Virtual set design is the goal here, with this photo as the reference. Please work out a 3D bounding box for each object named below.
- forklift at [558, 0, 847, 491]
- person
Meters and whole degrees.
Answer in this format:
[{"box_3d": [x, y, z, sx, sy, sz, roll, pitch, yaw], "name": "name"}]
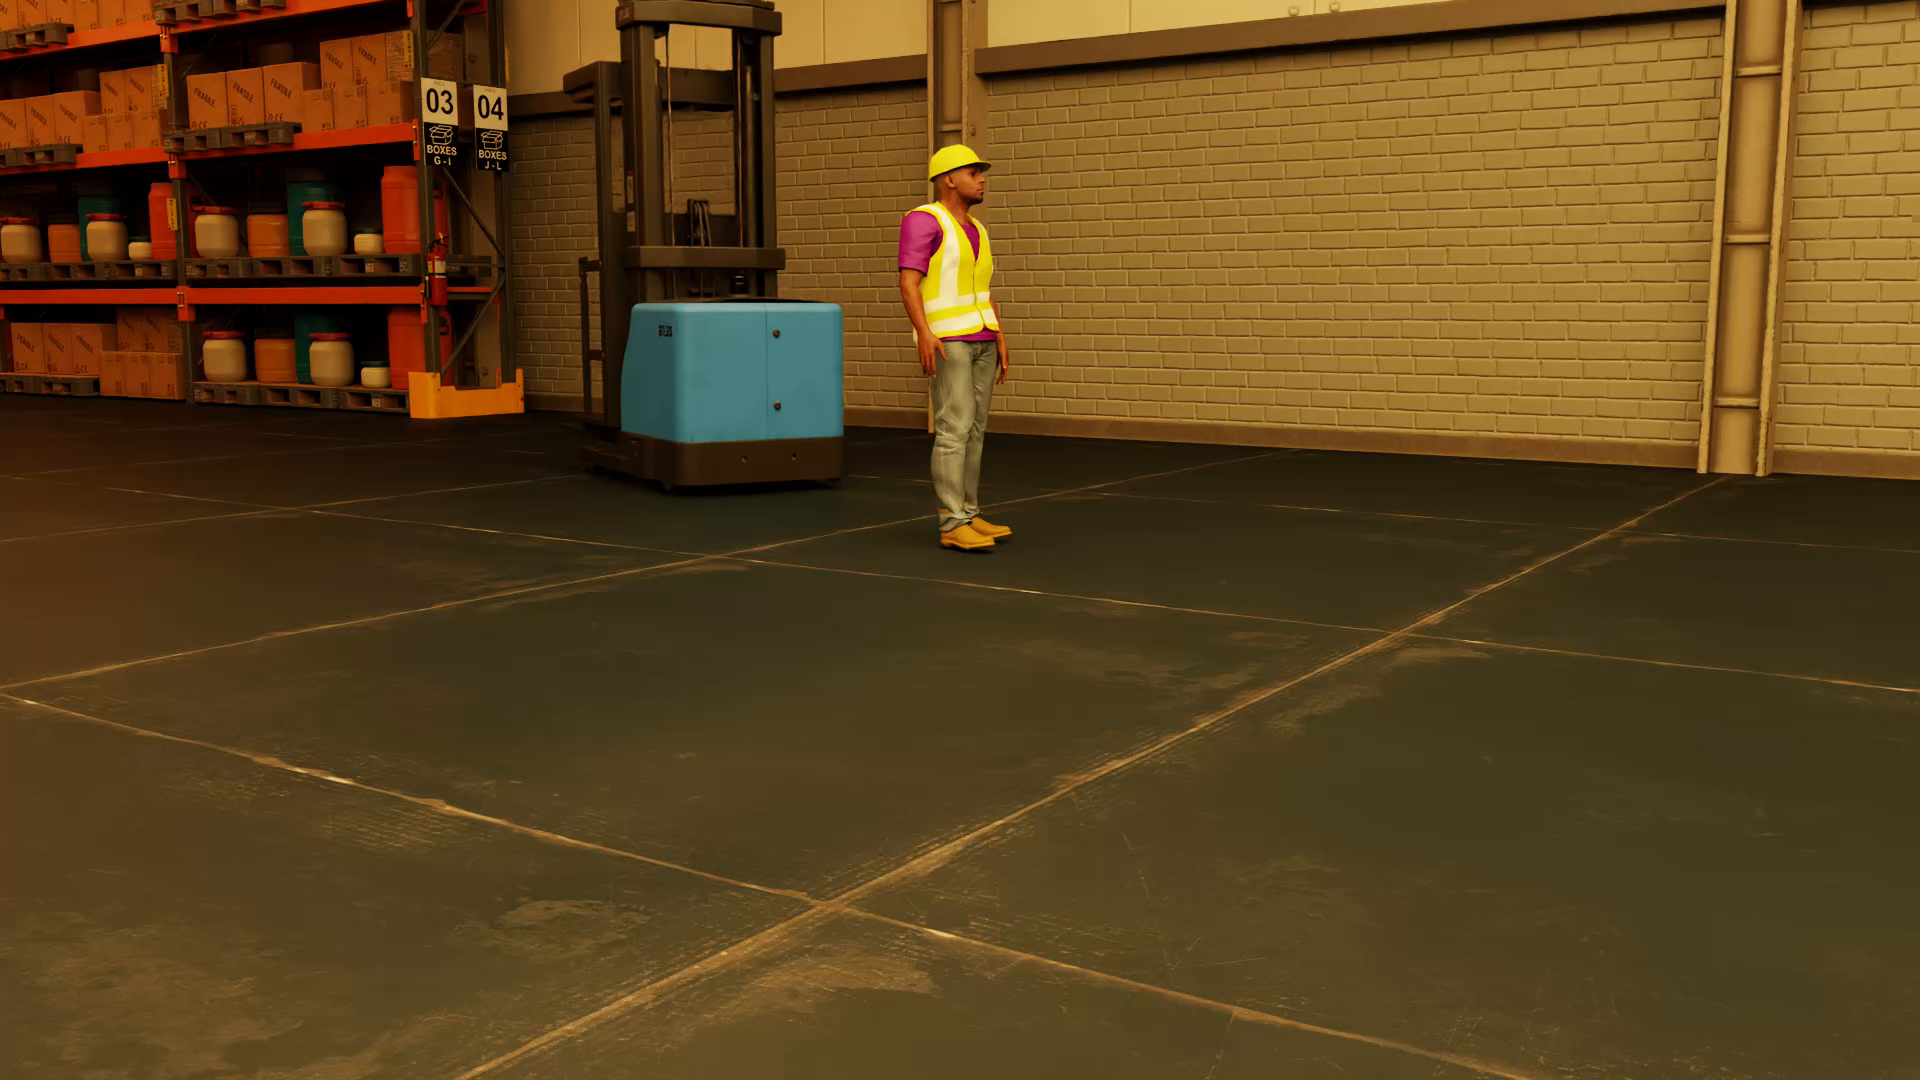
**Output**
[{"box_3d": [-1.821, -1.893, 10.507, 1.130, 2.935, 3.031, -5, 9, -29], "name": "forklift"}, {"box_3d": [0.054, -0.876, 7.435, 0.577, 1.765, 0.665, 5, 10, 34], "name": "person"}]
